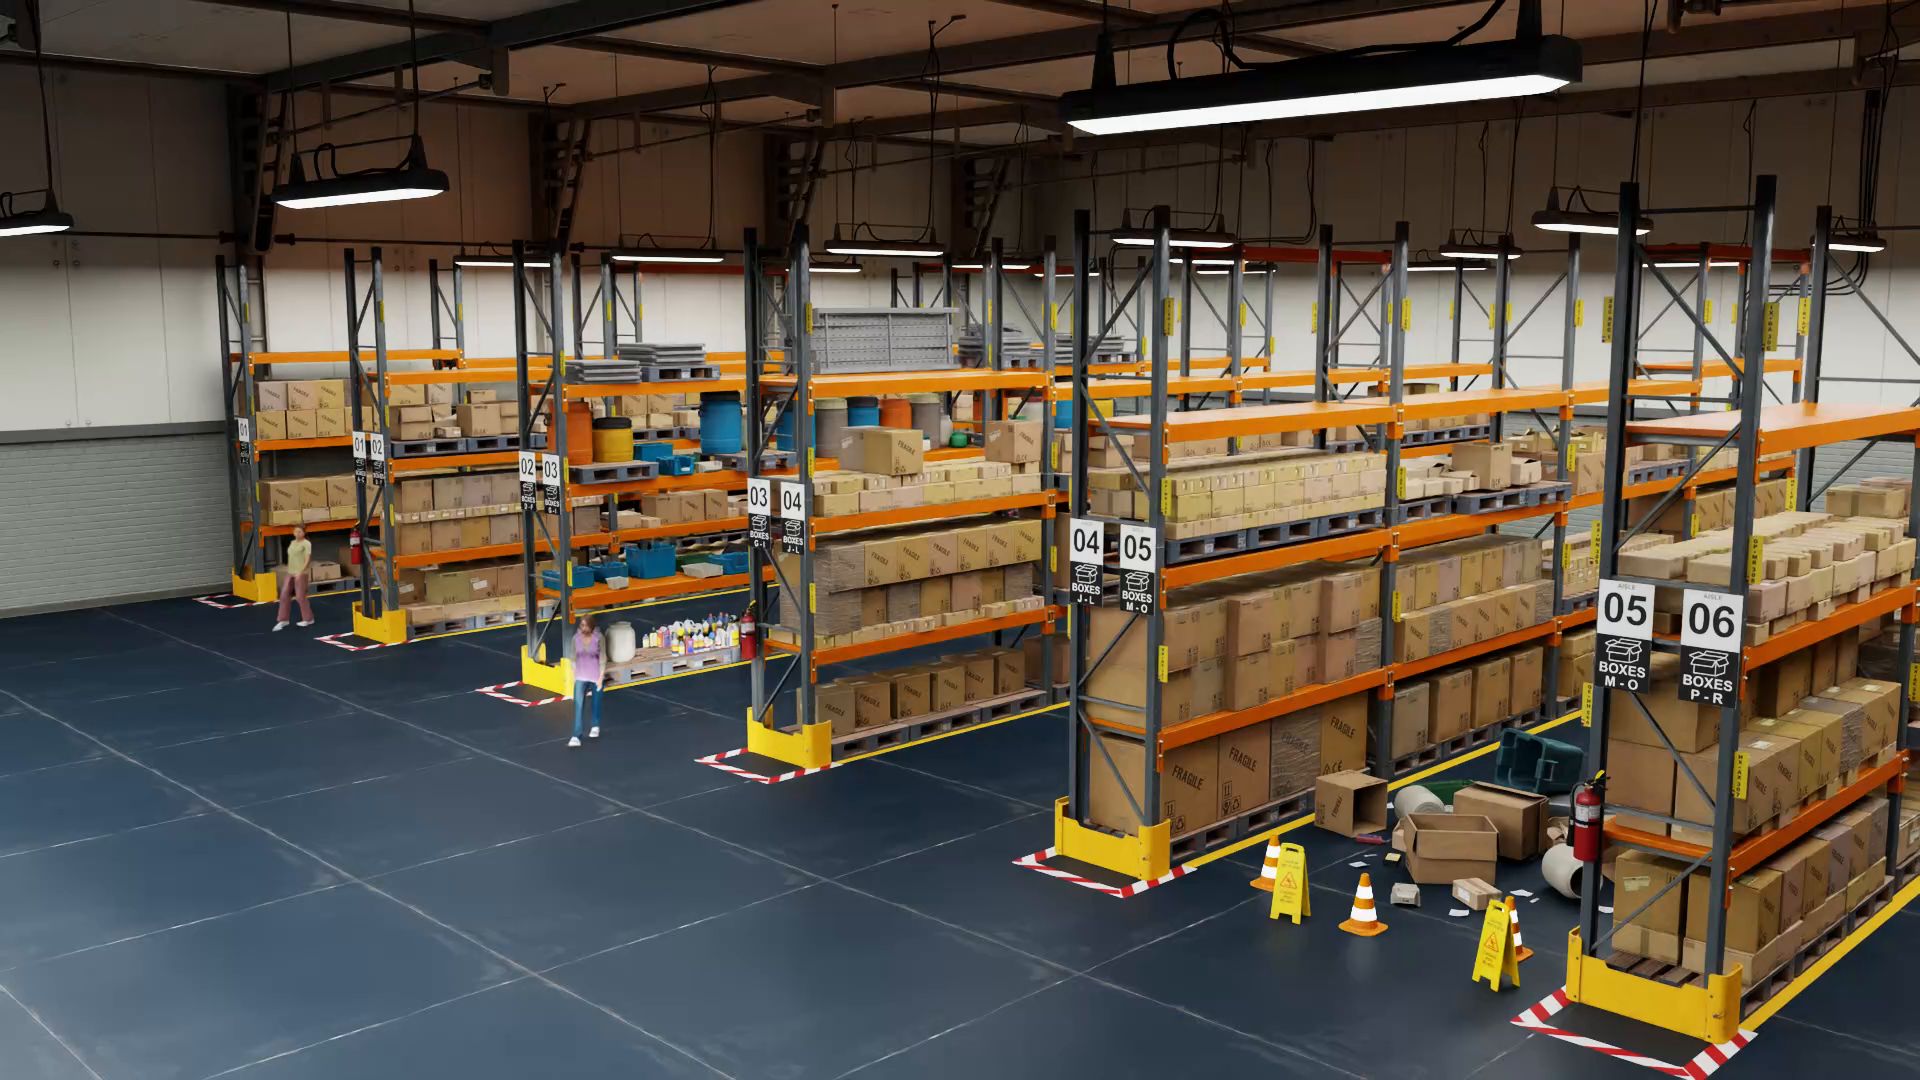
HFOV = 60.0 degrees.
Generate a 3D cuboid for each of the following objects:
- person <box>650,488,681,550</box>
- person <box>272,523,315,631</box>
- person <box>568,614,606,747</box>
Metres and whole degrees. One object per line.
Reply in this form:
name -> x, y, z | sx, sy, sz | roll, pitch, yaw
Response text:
person -> -5.852, -0.338, 32.674 | 0.610, 1.722, 0.925 | 6, 10, 38
person -> -10.674, 0.590, 26.606 | 0.466, 1.683, 0.690 | 4, 9, 24
person -> -4.368, 1.632, 19.481 | 0.454, 1.538, 0.992 | -2, 8, -12
